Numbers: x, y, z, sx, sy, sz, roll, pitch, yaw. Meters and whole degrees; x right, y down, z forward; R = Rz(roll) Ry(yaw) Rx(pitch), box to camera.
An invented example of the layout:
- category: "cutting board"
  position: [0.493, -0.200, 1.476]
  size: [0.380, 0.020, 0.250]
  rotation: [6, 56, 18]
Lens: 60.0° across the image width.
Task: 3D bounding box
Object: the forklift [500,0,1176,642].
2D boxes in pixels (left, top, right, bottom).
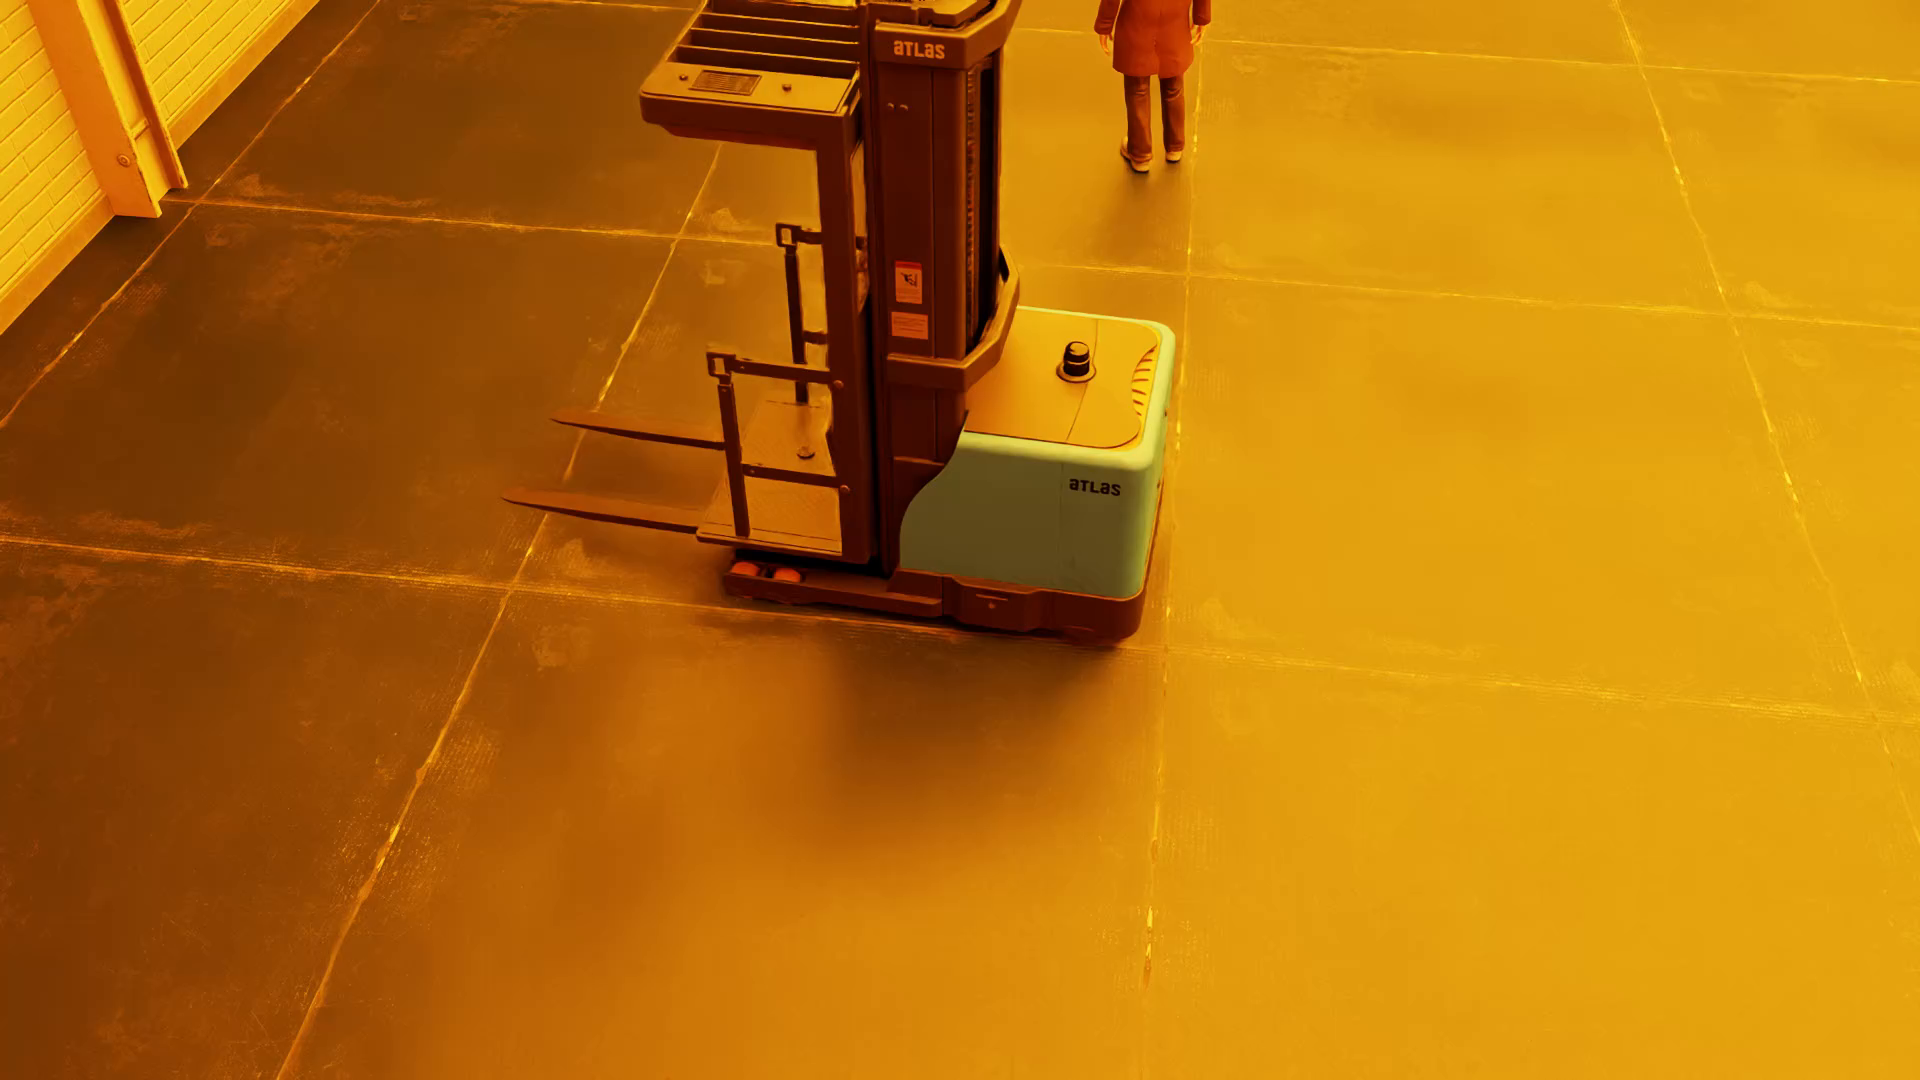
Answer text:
- category: "forklift"
  position: [-0.604, -1.131, 6.955]
  size: [3.031, 2.935, 1.130]
  rotation: [8, 43, 9]

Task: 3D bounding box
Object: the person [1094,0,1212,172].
- category: "person"
  position: [1.133, -3.068, 9.907]
  size: [0.694, 1.775, 0.582]
  rotation: [-2, 43, -3]
